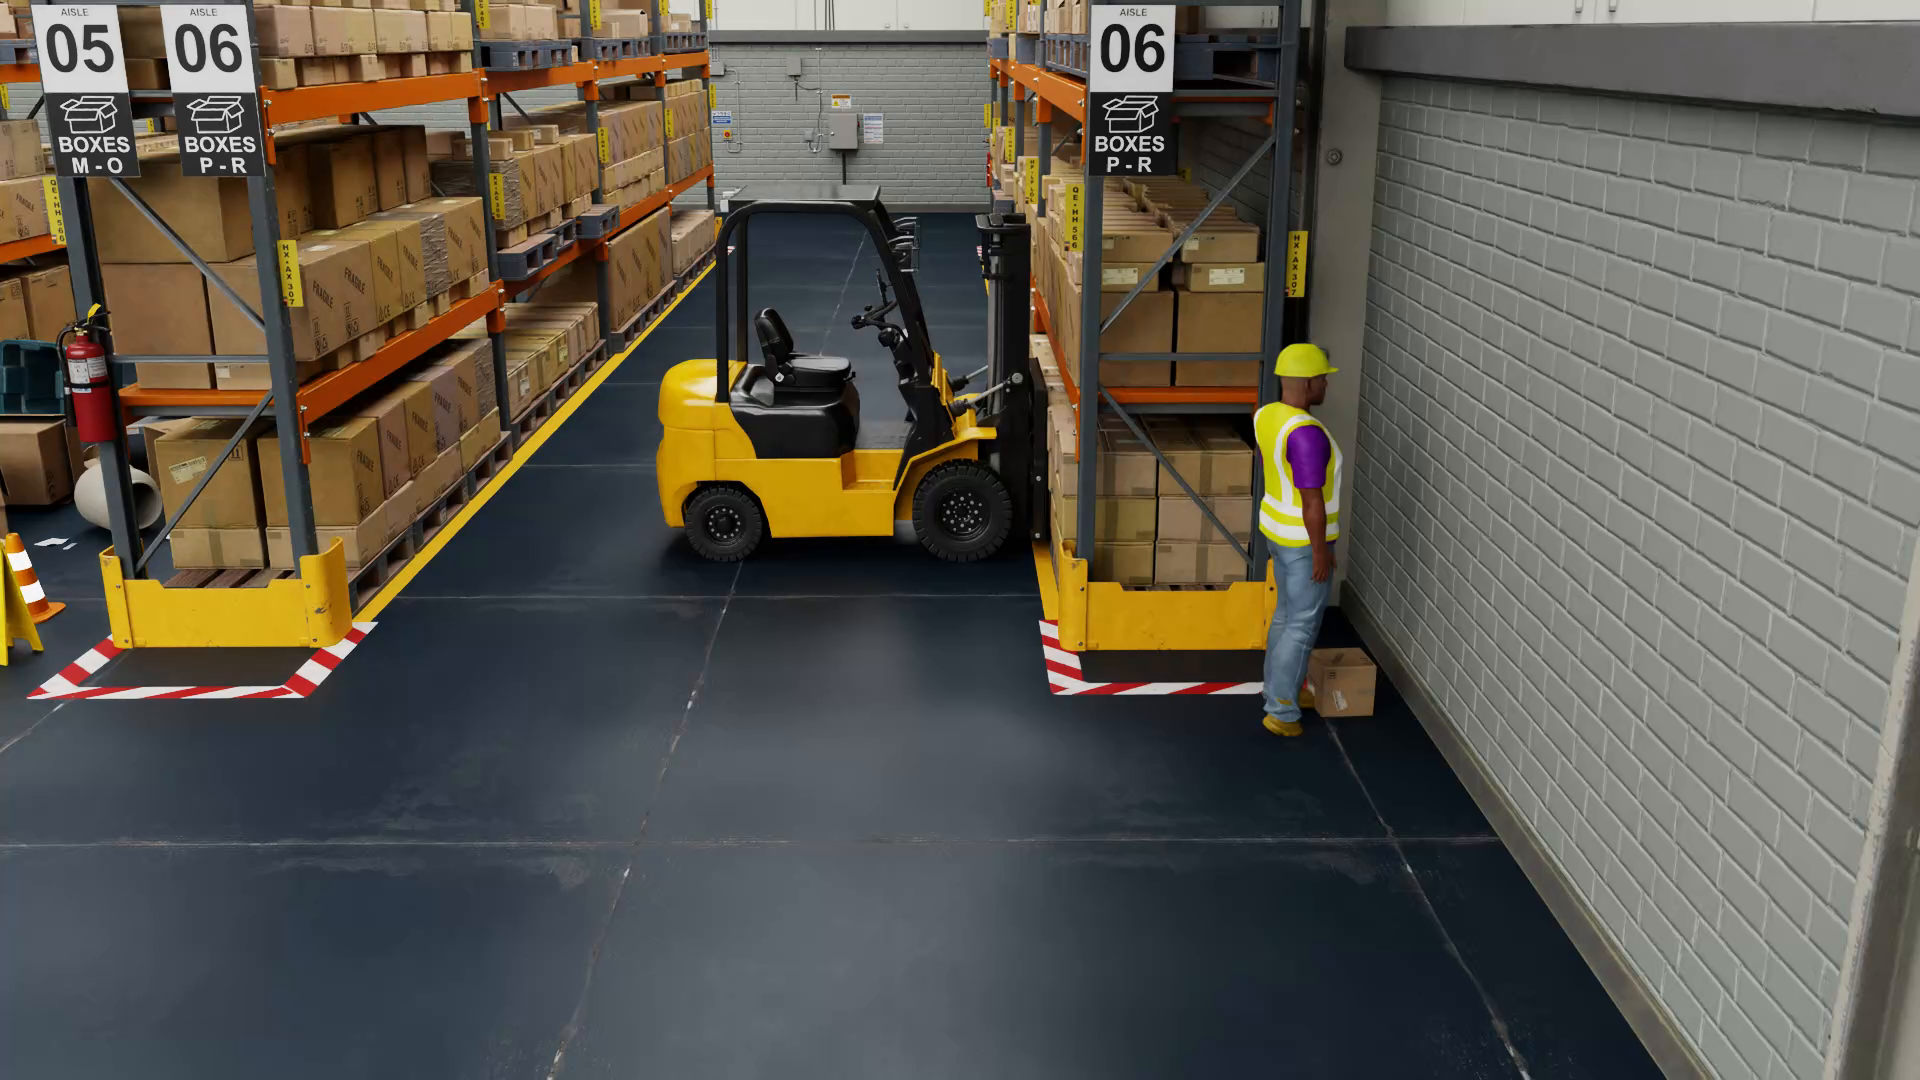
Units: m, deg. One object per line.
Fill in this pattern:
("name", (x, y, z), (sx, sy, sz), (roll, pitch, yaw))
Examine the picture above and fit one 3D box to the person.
("person", (1.558, 0.009, 7.585), (0.424, 1.829, 0.569), (-3, 17, -11))
